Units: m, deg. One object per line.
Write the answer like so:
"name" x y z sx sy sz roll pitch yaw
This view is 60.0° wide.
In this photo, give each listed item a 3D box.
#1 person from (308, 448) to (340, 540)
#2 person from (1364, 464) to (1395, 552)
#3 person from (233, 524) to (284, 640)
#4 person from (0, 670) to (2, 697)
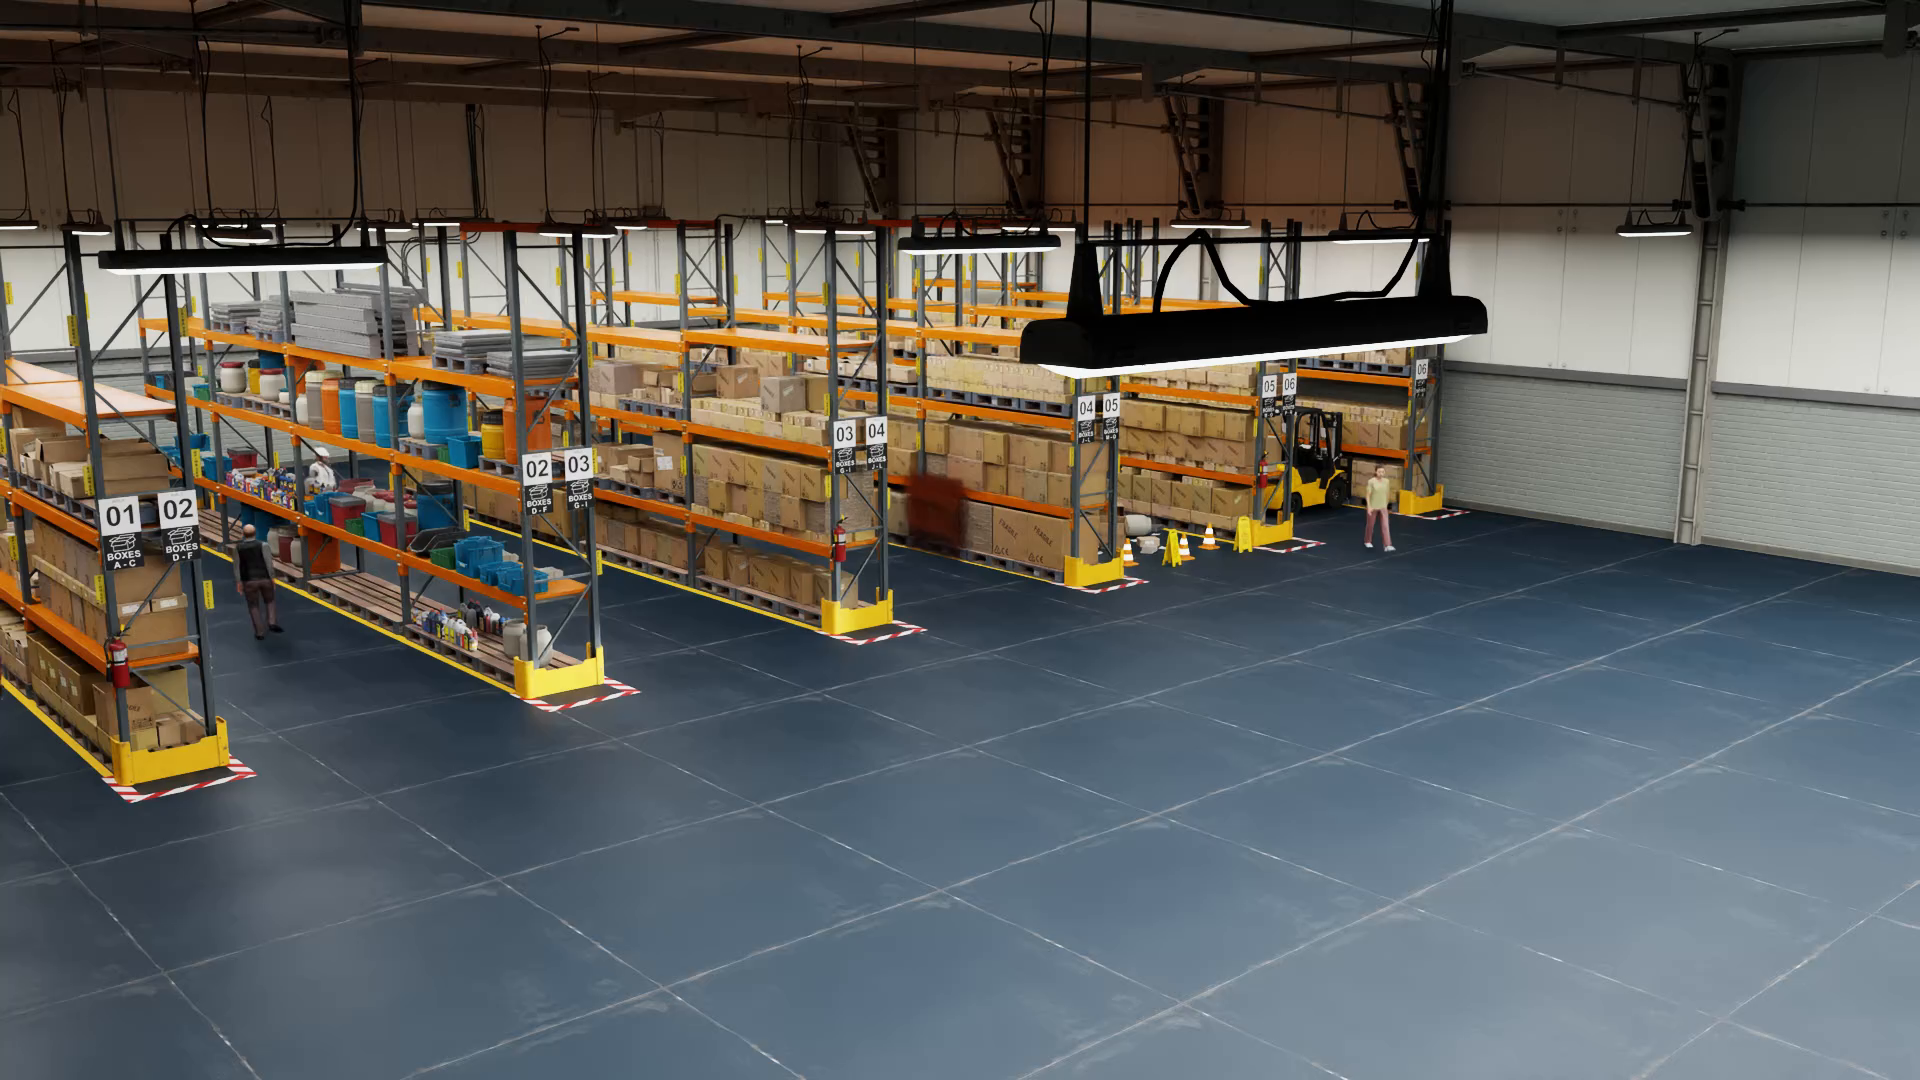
"person" -12.159 -0.912 31.922 0.946 1.740 0.609 5 12 23
"person" 7.709 -0.590 30.612 0.472 1.609 1.070 0 11 1
"person" -10.318 0.623 24.408 0.589 1.702 0.520 -7 13 -32
"person" -11.298 1.726 18.961 0.657 1.744 0.659 9 14 37
